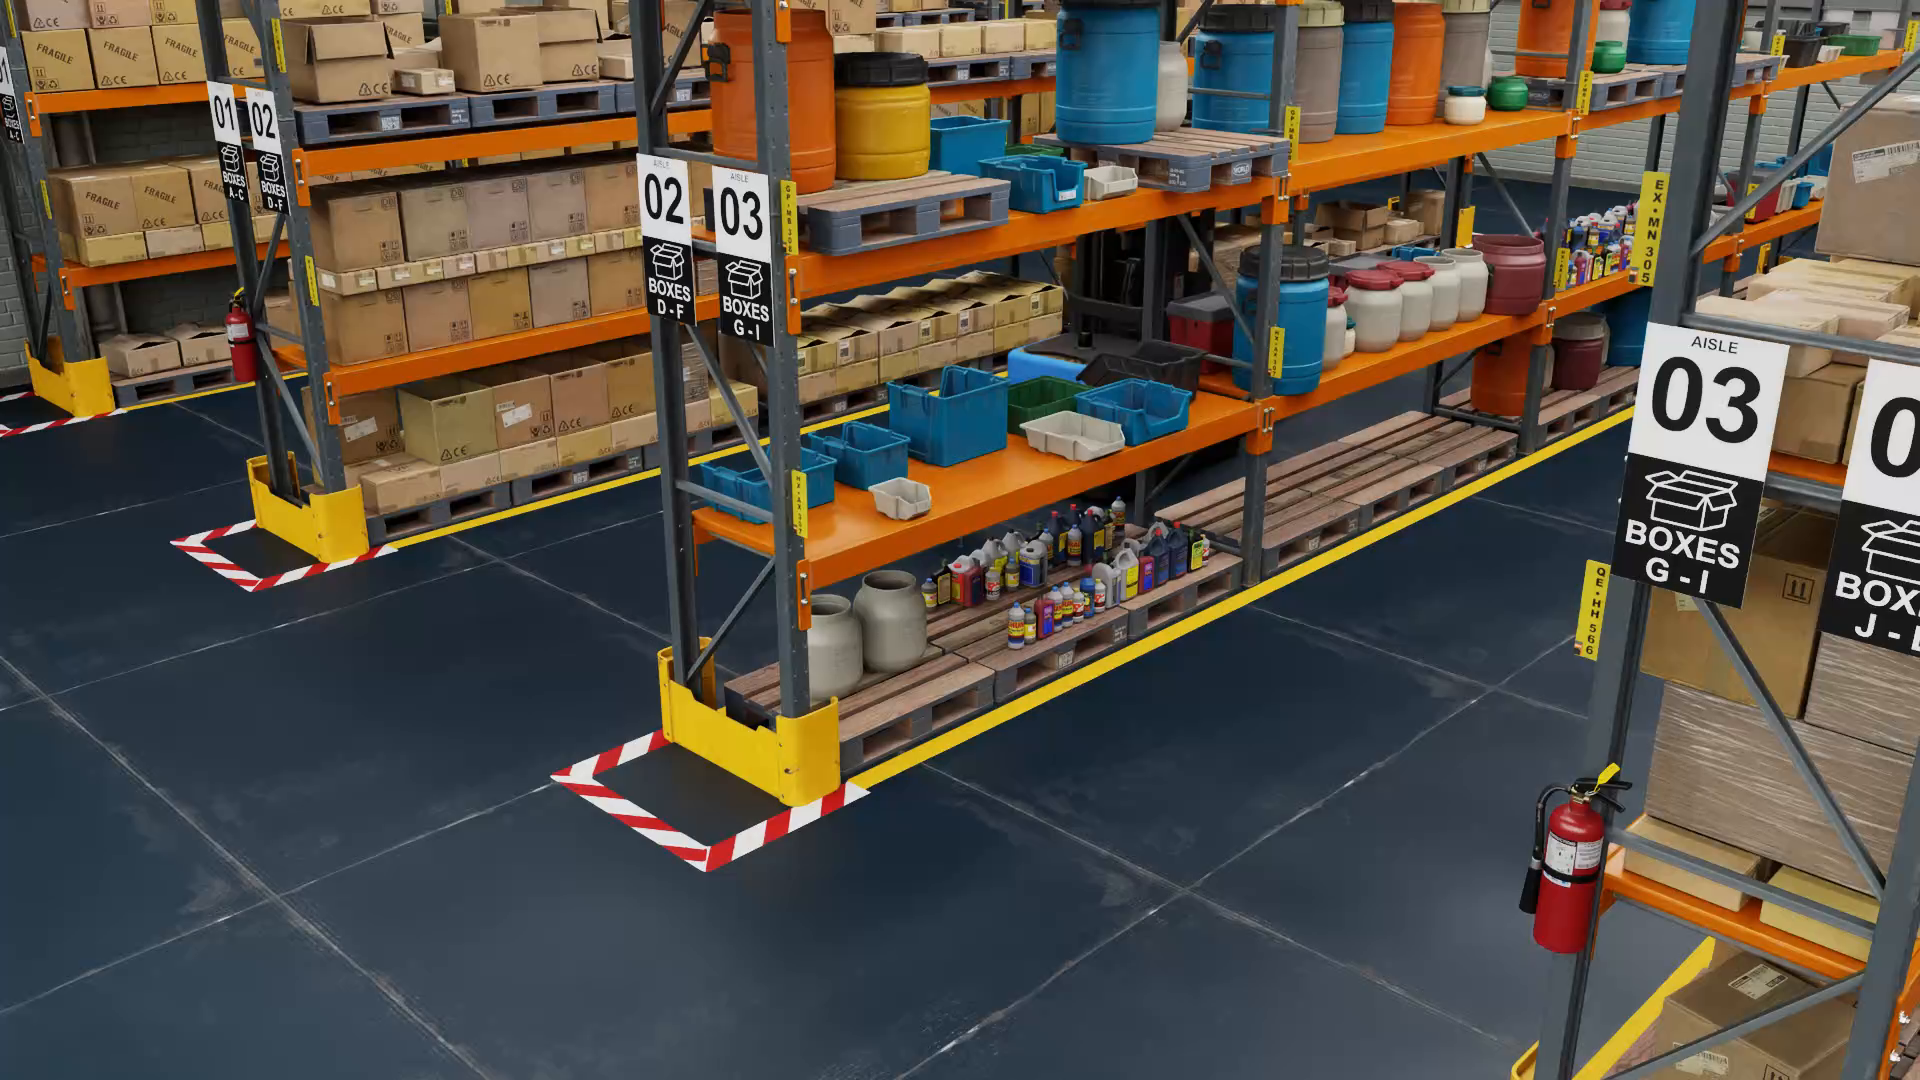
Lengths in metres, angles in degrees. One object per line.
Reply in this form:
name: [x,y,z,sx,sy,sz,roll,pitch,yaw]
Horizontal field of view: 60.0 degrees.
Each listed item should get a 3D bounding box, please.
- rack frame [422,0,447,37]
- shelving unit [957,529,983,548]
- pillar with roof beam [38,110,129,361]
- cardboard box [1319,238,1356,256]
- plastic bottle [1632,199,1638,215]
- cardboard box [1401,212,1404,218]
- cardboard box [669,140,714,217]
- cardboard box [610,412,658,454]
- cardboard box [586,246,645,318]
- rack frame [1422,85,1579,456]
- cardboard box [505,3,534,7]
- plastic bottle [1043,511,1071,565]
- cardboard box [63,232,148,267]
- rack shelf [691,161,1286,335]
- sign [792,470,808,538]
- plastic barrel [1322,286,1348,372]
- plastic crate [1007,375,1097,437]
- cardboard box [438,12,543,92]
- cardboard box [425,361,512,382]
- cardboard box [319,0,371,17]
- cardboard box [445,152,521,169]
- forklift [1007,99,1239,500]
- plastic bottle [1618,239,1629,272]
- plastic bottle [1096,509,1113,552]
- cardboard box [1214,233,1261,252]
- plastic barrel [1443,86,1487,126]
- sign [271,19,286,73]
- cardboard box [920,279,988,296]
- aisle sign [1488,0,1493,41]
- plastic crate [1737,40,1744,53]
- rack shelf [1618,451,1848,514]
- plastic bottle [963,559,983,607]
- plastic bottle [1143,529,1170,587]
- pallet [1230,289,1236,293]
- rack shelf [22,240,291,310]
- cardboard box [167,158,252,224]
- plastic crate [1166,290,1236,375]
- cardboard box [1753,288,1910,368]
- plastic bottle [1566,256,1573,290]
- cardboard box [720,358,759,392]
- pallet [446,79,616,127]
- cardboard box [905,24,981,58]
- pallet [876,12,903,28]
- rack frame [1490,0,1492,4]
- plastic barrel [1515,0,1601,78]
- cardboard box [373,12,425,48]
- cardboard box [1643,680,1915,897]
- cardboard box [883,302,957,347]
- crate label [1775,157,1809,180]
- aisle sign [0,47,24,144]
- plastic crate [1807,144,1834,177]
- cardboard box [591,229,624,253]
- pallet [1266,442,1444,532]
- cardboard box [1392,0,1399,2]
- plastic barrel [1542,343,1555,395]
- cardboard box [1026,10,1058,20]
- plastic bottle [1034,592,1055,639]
rack frame: [-5.465,-6.490,16.416,1.000,3.000,0.127,19,28,41]
shelving unit: [0.006,-0.422,11.919,0.258,0.900,0.210,19,28,41]
pillar with roof beam: [-5.302,-4.780,11.969,9.100,9.000,0.400,19,28,41]
cardboard box: [4.712,-3.668,20.774,0.380,0.166,0.250,19,28,41]
plastic bottle: [6.653,-3.224,16.445,0.061,0.283,0.133,19,28,41]
cardboard box: [5.920,-4.388,22.671,0.380,0.149,0.250,19,28,41]
cardboard box: [-2.218,-2.987,13.718,0.700,0.500,0.500,19,28,41]
cardboard box: [-2.774,-0.931,13.563,0.500,0.250,0.500,19,28,41]
cardboard box: [-2.934,-2.116,13.261,0.500,0.500,0.700,-20,28,-41]
rack frame: [4.424,-2.238,13.717,1.000,3.000,0.127,19,28,41]
cardboard box: [-4.596,-5.523,17.620,0.500,0.311,0.500,-19,28,-40]
plastic bottle: [0.641,-0.027,11.042,0.144,0.351,0.185,18,27,38]
cardboard box: [-7.687,-2.647,14.960,0.500,0.250,0.500,18,28,39]
rack shelf: [0.238,-1.760,9.295,1.077,0.370,4.000,19,28,41]
sign: [-0.766,-0.172,7.956,0.100,0.325,0.005,19,28,41]
plastic barrel: [2.458,-1.464,11.514,0.433,0.535,0.433,0,21,0]
plastic crate: [0.484,-0.833,10.355,0.450,0.188,0.662,19,28,41]
cardboard box: [-3.349,-3.489,11.870,0.500,0.500,0.500,19,28,41]
cardboard box: [-3.855,-1.158,13.108,0.500,0.500,0.500,19,28,41]
cardboard box: [-5.997,-5.271,15.866,0.500,0.500,0.500,-18,28,-39]
cardboard box: [-5.085,-4.064,17.714,0.700,0.500,0.500,19,28,41]
forklift: [1.688,-2.131,13.535,1.130,2.935,3.031,17,27,37]
plastic bottle: [5.796,-2.500,14.559,0.061,0.283,0.133,19,28,41]
plastic bottle: [0.968,-0.059,11.219,0.061,0.283,0.133,19,28,41]
cardboard box: [3.178,-3.222,19.147,0.500,0.500,0.500,19,28,41]
plastic barrel: [3.704,-3.188,12.201,0.301,0.262,0.301,0,21,0]
sign: [-4.310,-3.127,10.520,0.100,0.325,0.005,19,28,41]
cardboard box: [-0.059,-2.455,16.746,0.500,0.311,0.500,18,28,39]
aisle sign: [6.725,-6.690,21.675,0.394,0.787,0.004,19,28,41]
plastic crate: [7.621,-4.902,16.700,0.416,0.233,0.300,19,28,41]
rack shelf: [3.787,-0.520,6.070,1.077,0.370,4.000,19,28,41]
plastic bottle: [0.082,0.268,10.370,0.061,0.283,0.133,19,28,41]
plastic bottle: [1.257,0.108,10.691,0.144,0.351,0.185,18,27,38]
pallet: [3.128,-2.987,19.551,1.003,0.211,1.213,19,28,41]
rack shelf: [-6.860,-2.840,16.284,1.077,0.370,4.000,19,28,41]
cardboard box: [-6.990,-3.254,15.495,0.500,0.500,0.500,18,27,39]
plastic crate: [1.752,-1.441,11.553,0.402,0.464,0.583,19,28,41]
cardboard box: [2.628,-0.645,5.045,0.380,0.149,0.250,18,27,39]
plastic bottle: [5.058,-2.231,13.878,0.097,0.271,0.097,0,21,0]
cardboard box: [-1.831,-1.542,15.153,0.500,0.250,0.500,19,28,40]
pallet: [-3.340,-3.272,12.348,1.003,0.211,1.213,19,28,41]
cardboard box: [-0.159,-4.591,15.280,0.500,0.250,0.500,19,28,40]
pallet: [-1.485,-6.497,20.878,1.213,0.211,1.003,-19,28,-40]
rack frame: [6.458,-8.336,21.218,1.000,3.000,0.127,19,28,41]
plastic barrel: [4.822,-4.180,13.404,0.600,0.830,0.708,19,28,41]
cardboard box: [-5.642,-4.953,16.432,0.500,0.500,0.500,-19,28,-41]
cardboard box: [2.795,0.738,5.420,0.875,0.500,0.500,19,28,41]
cardboard box: [-0.375,-2.064,15.730,0.500,0.311,0.500,-19,28,-41]
crate label: [9.597,-4.263,19.135,0.416,0.233,0.303,19,28,41]
aisle sign: [-8.090,-3.781,14.108,0.394,0.787,0.004,19,28,41]
plastic crate: [9.905,-4.206,18.704,0.616,0.435,0.499,19,28,41]
cardboard box: [-2.836,-2.351,12.966,0.250,0.149,0.380,-19,28,-41]
pallet: [3.005,-0.435,12.912,1.003,0.211,1.213,19,28,41]
cardboard box: [4.890,-6.388,19.845,0.500,0.250,0.500,19,28,41]
plastic barrel: [5.083,-1.570,14.862,0.421,0.512,0.421,0,21,0]
cardboard box: [1.158,-5.046,16.702,0.910,0.500,0.500,19,28,41]
plastic bottle: [0.502,0.439,9.924,0.133,0.283,0.061,-20,28,-41]
